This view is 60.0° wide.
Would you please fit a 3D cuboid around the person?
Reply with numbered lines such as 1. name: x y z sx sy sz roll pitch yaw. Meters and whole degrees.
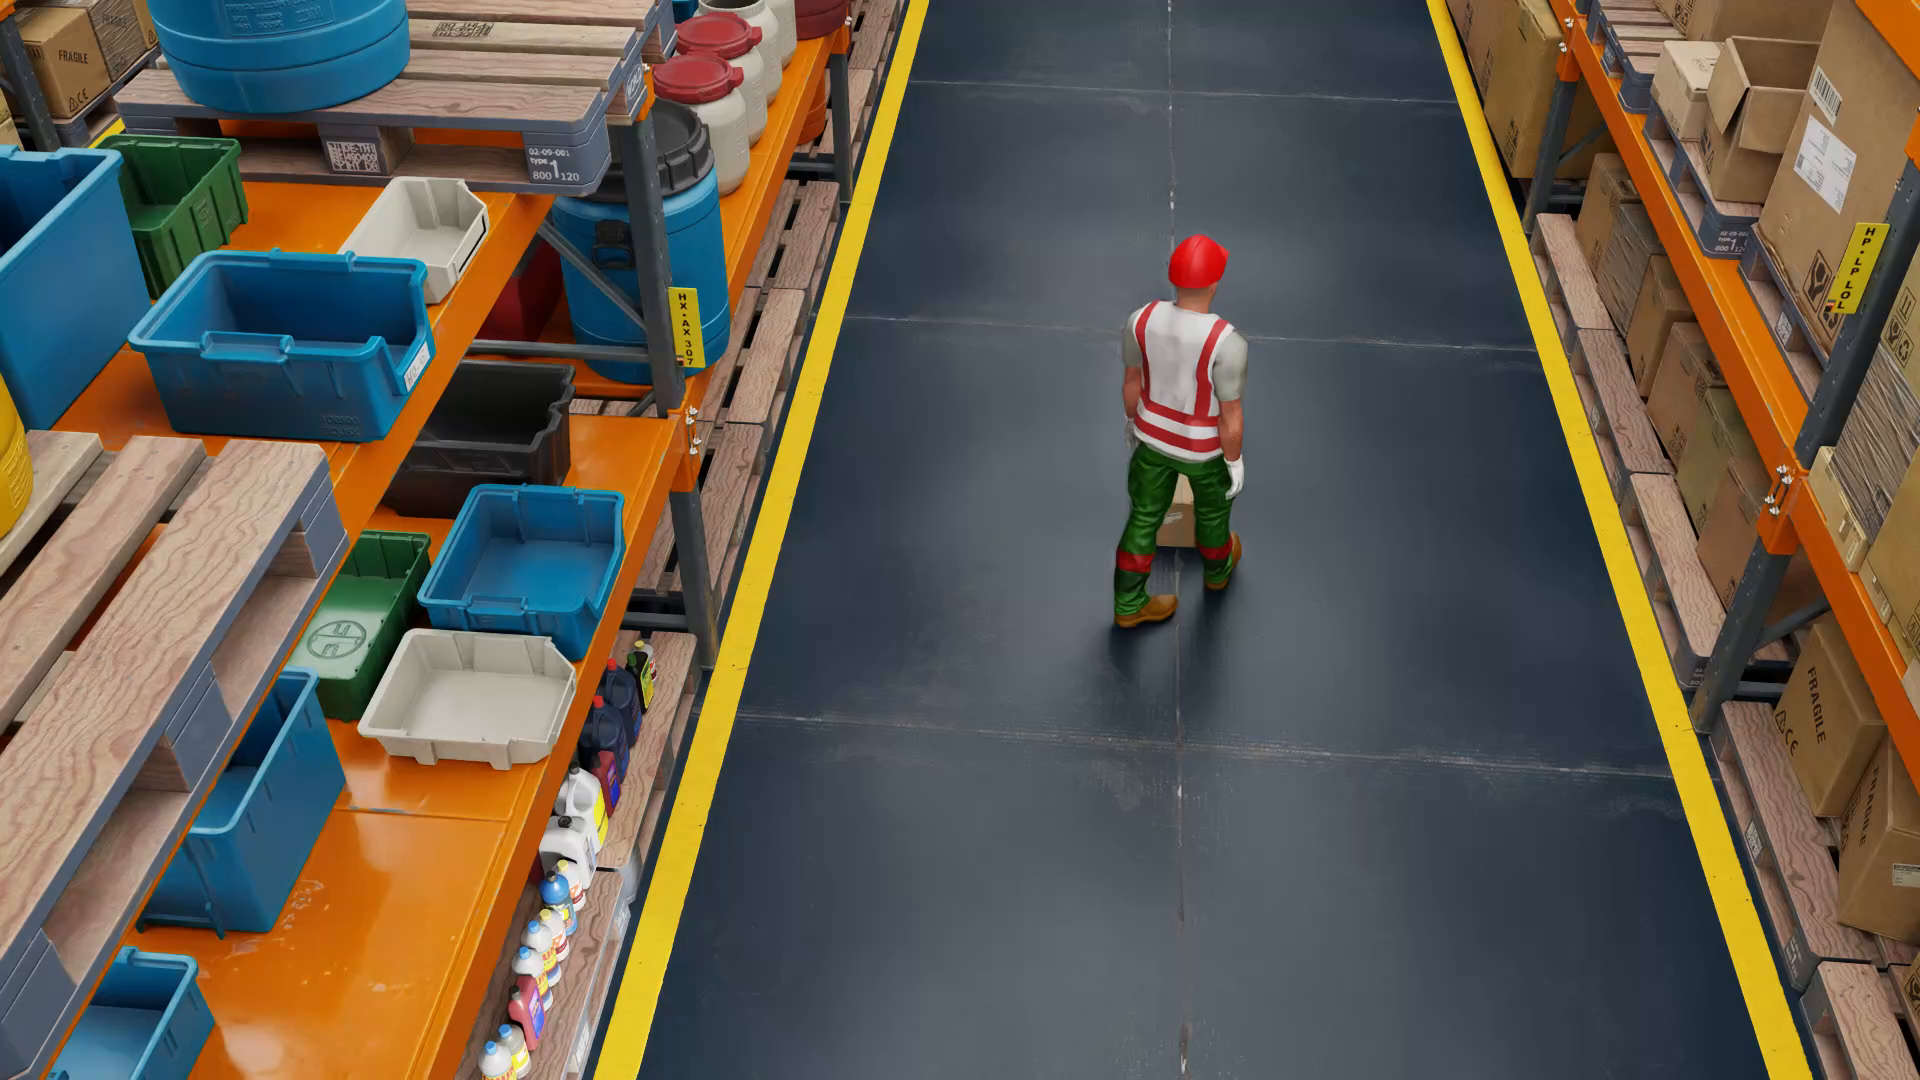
1. person: 0.960 -0.459 6.686 0.565 1.781 0.727 23 45 26
